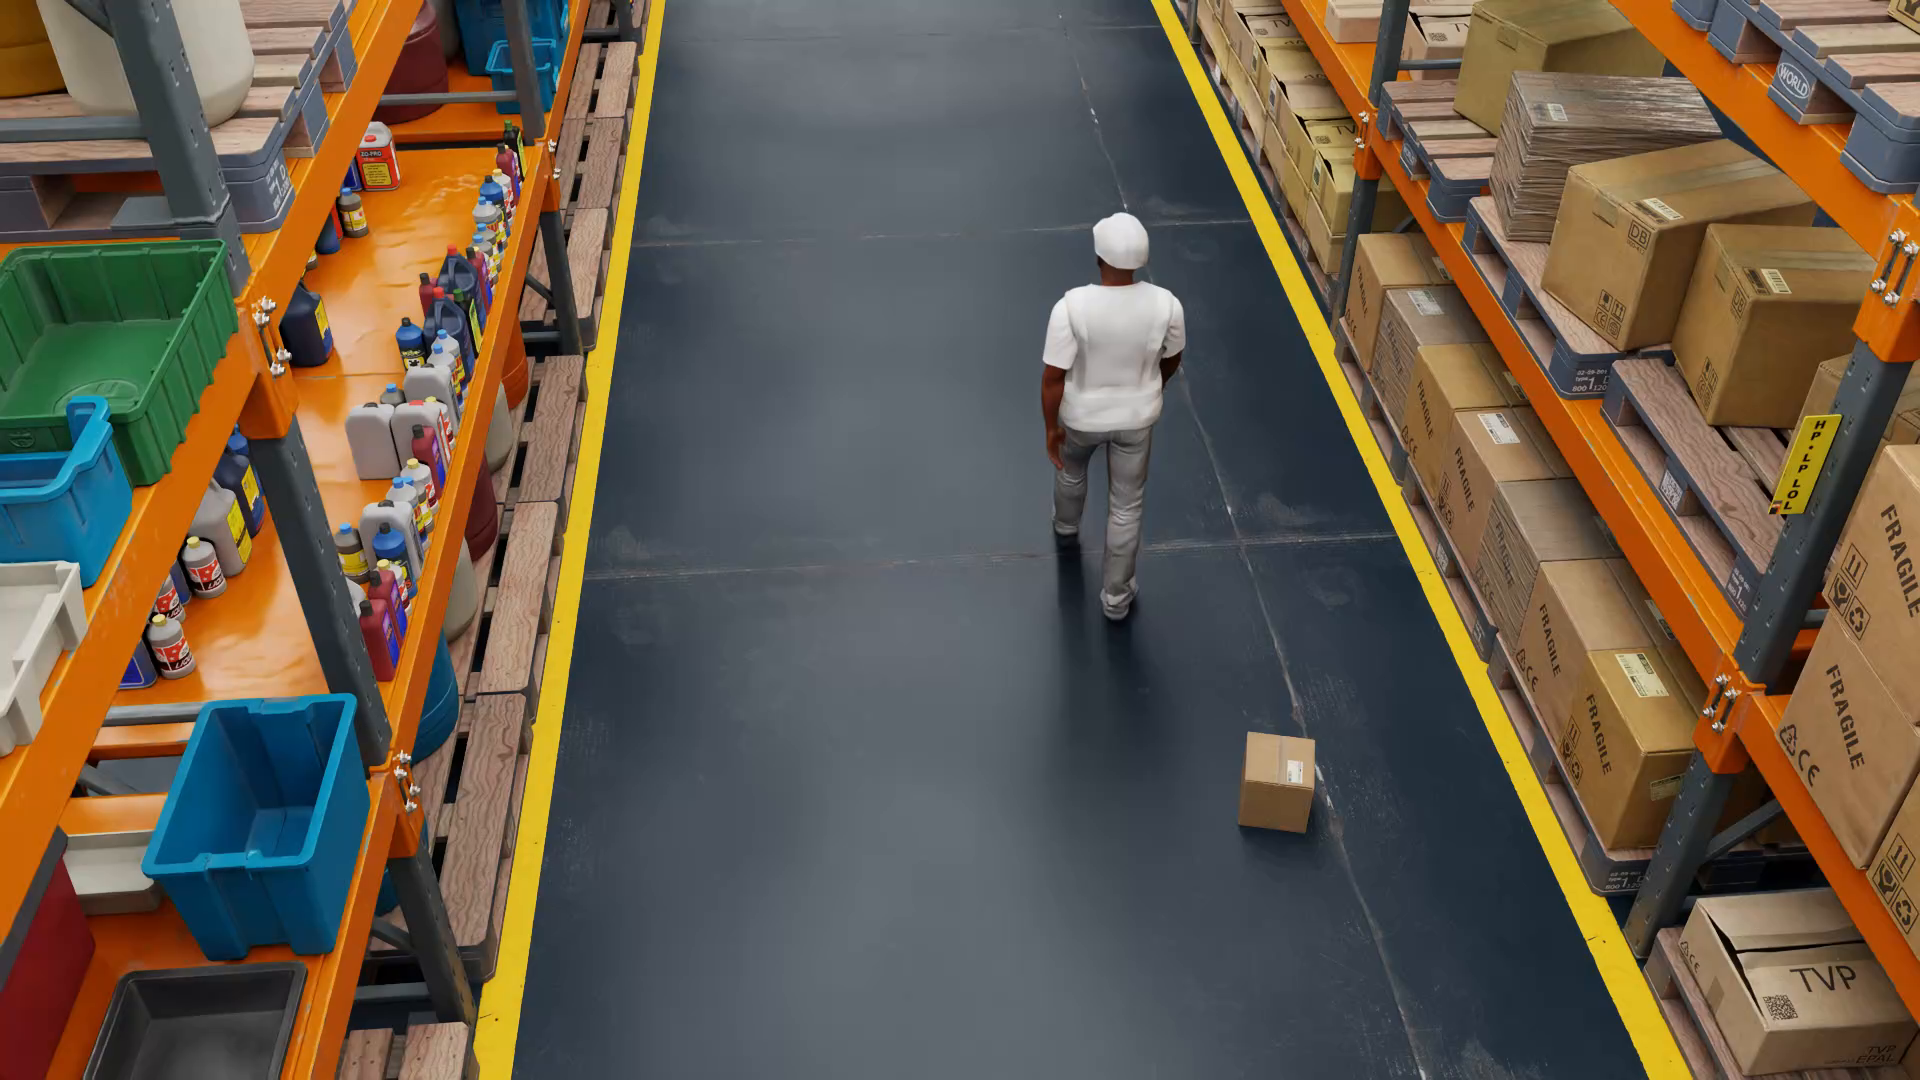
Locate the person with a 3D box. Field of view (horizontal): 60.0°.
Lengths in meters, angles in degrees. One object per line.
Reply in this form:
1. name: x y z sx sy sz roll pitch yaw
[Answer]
1. person: 0.612 -0.571 6.832 0.569 1.763 0.880 1 39 2
